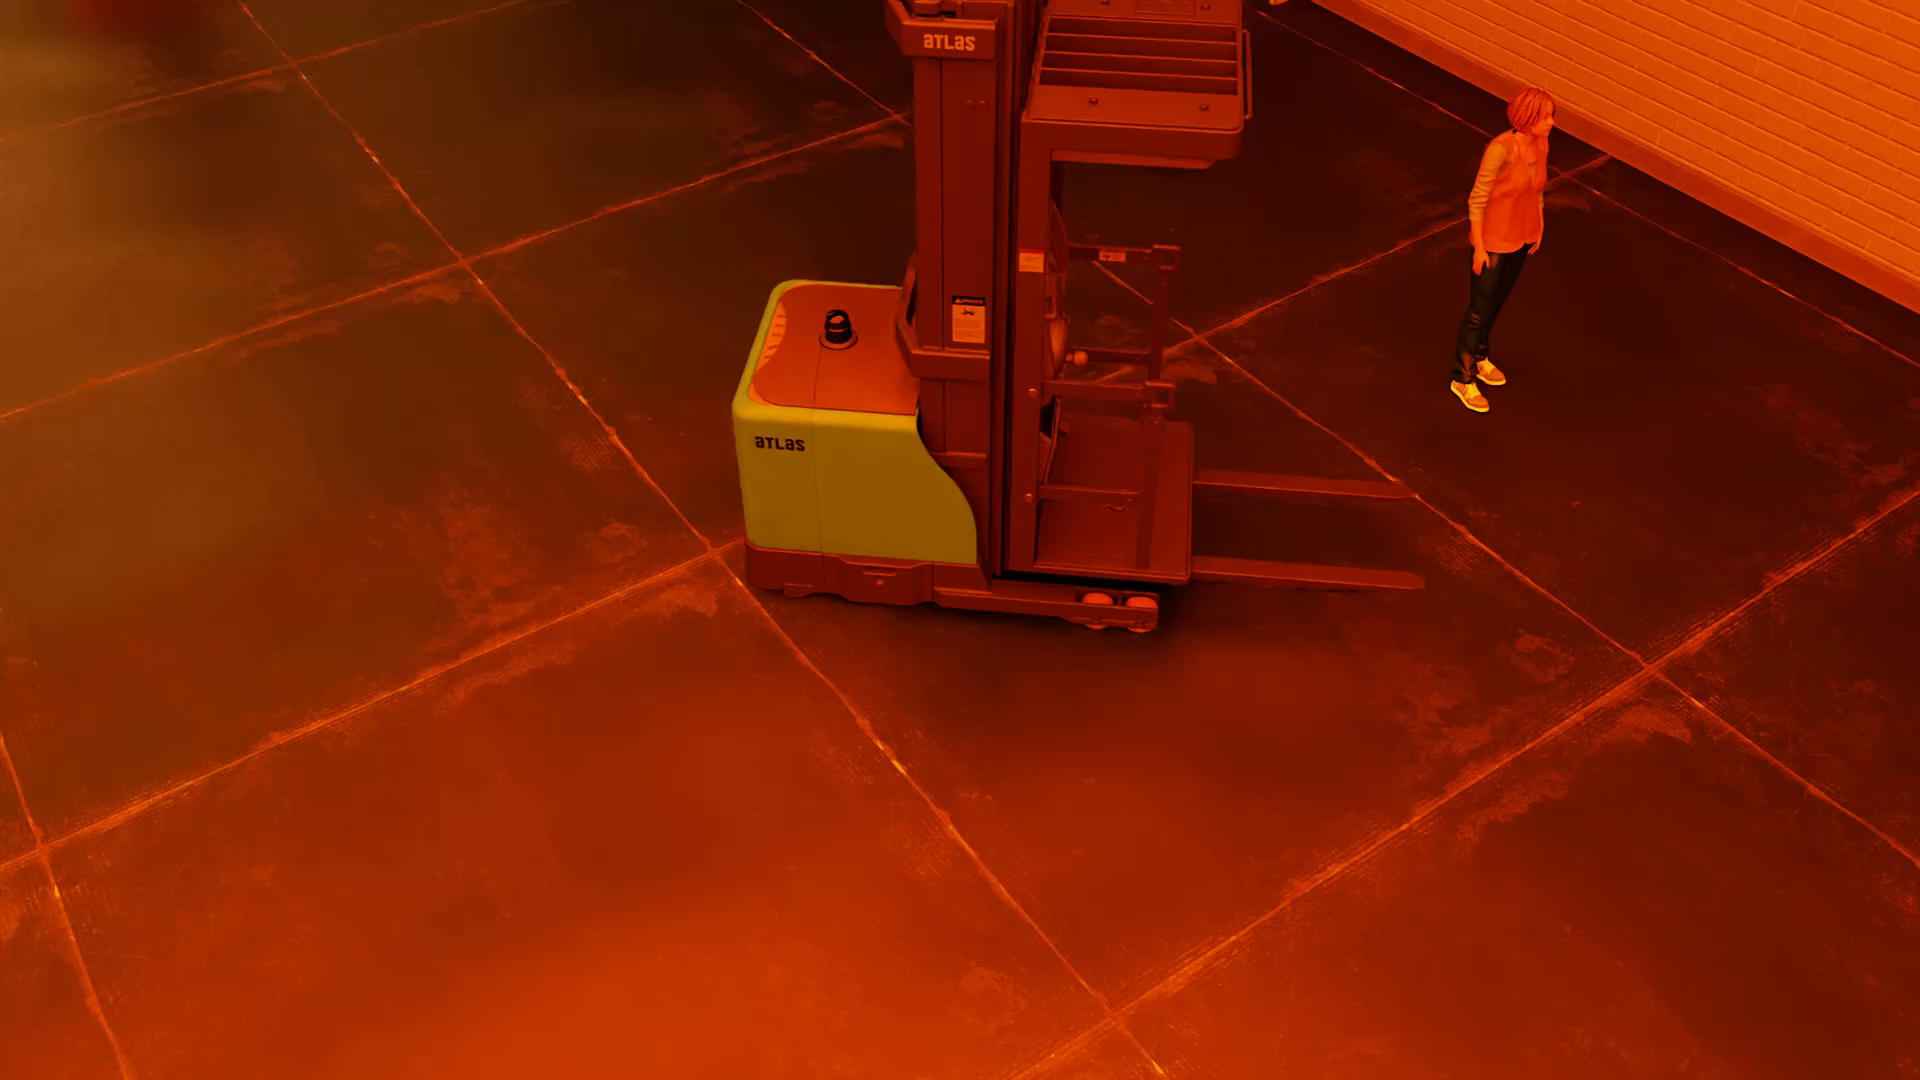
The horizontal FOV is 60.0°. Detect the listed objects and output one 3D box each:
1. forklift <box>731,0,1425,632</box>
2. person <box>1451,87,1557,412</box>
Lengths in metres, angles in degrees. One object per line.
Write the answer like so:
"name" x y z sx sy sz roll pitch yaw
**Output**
"forklift" 0.582 -1.048 6.853 3.031 2.935 1.130 4 43 5
"person" 2.747 -1.447 8.260 0.517 1.598 0.476 -26 49 -25
